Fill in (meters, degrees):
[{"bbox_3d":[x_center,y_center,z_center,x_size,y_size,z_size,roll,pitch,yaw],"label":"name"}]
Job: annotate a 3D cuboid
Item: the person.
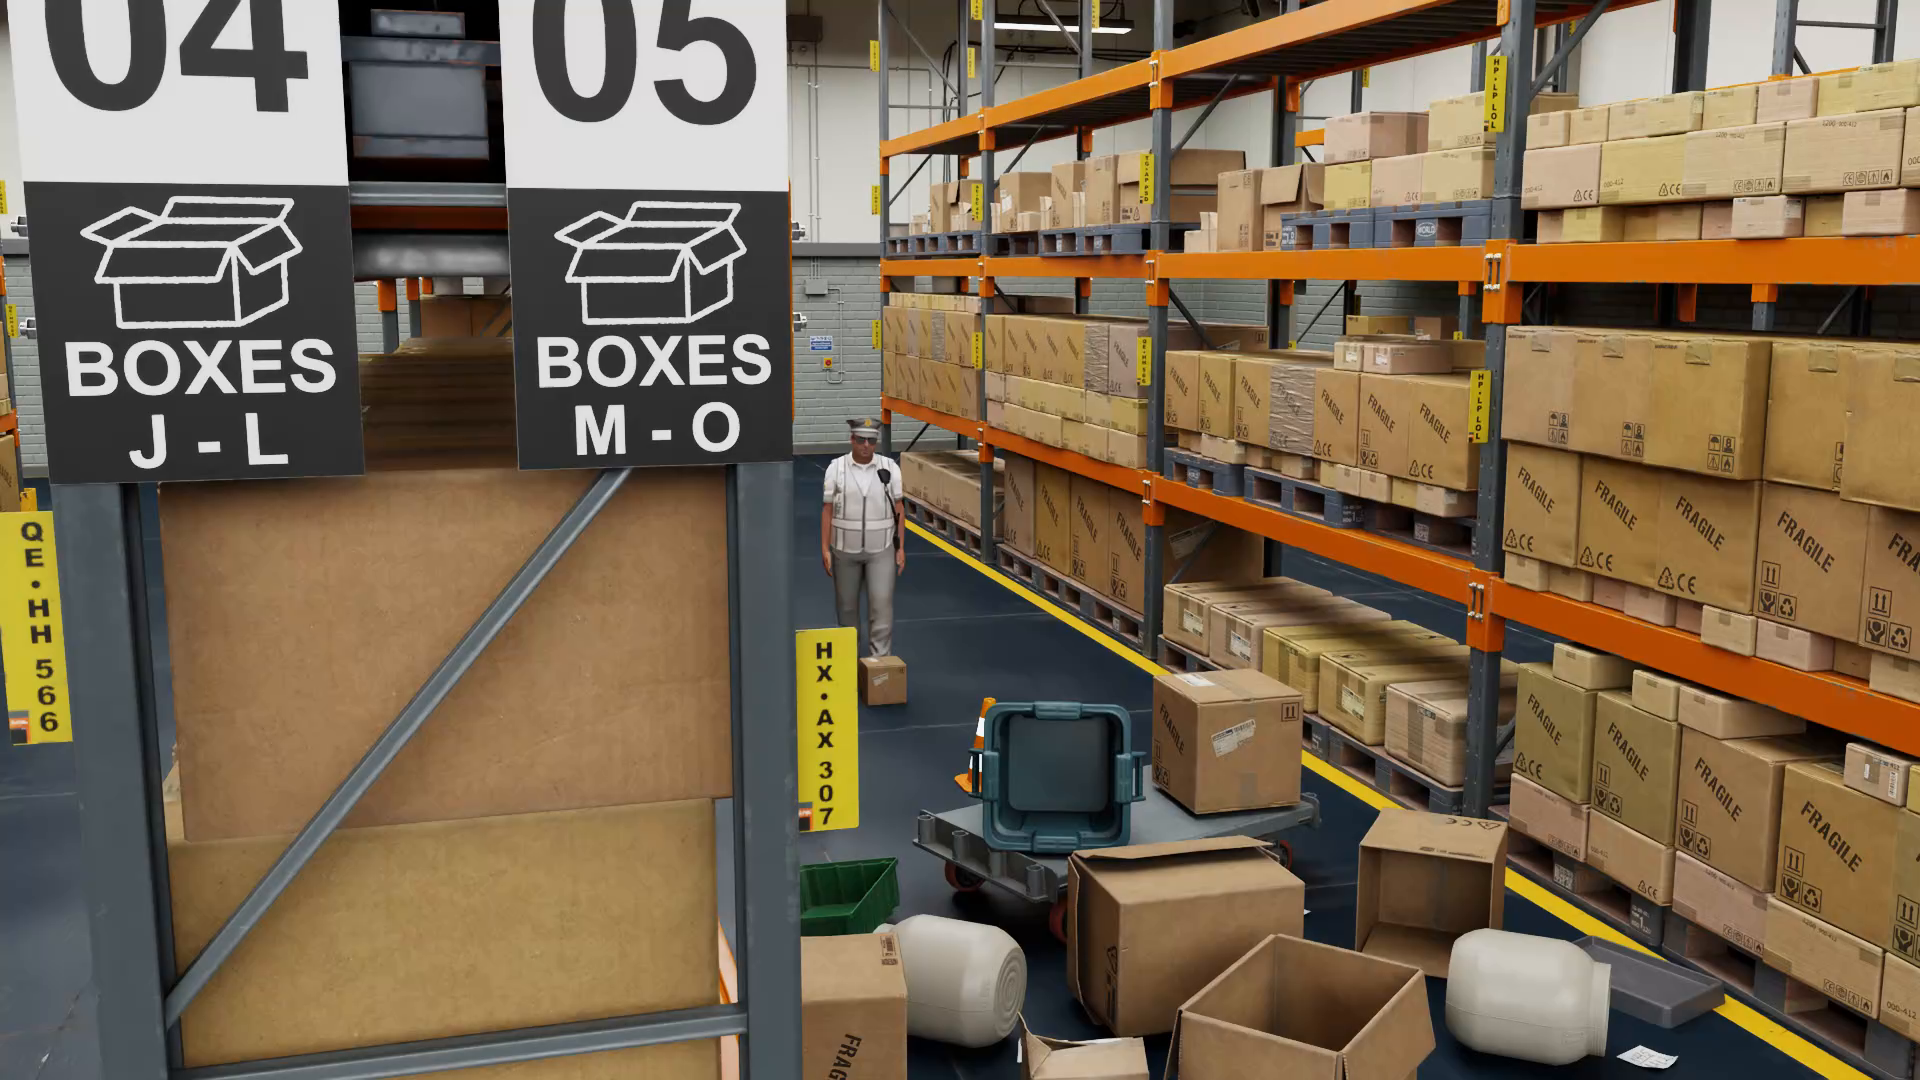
[{"bbox_3d":[-0.633,0.070,10.889,0.555,1.767,0.671,-1,9,-3],"label":"person"}]
